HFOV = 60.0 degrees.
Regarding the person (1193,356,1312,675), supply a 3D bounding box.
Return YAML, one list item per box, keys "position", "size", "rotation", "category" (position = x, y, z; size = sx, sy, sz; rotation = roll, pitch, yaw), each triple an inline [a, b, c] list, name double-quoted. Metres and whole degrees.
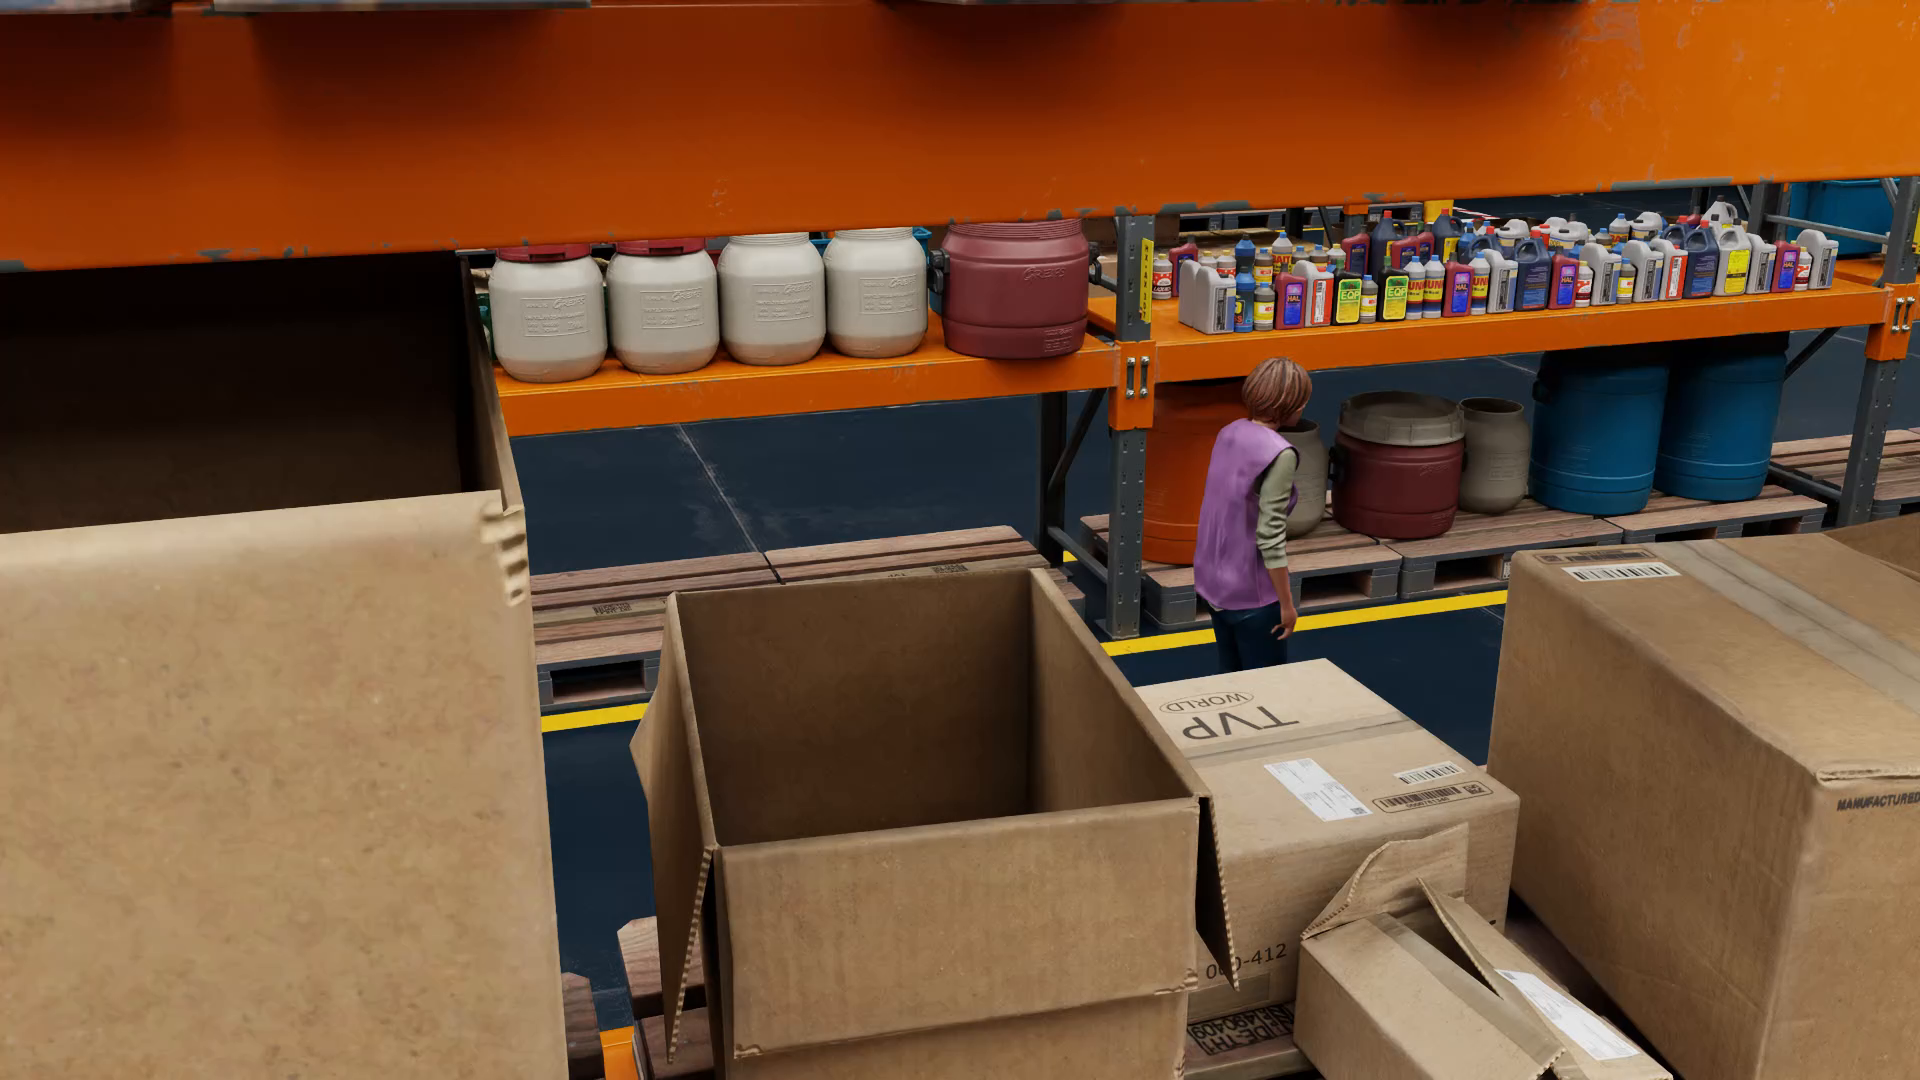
- position: [0.974, 0.175, 5.592]
  size: [0.346, 1.592, 0.464]
  rotation: [-6, 21, -17]
  category: "person"
